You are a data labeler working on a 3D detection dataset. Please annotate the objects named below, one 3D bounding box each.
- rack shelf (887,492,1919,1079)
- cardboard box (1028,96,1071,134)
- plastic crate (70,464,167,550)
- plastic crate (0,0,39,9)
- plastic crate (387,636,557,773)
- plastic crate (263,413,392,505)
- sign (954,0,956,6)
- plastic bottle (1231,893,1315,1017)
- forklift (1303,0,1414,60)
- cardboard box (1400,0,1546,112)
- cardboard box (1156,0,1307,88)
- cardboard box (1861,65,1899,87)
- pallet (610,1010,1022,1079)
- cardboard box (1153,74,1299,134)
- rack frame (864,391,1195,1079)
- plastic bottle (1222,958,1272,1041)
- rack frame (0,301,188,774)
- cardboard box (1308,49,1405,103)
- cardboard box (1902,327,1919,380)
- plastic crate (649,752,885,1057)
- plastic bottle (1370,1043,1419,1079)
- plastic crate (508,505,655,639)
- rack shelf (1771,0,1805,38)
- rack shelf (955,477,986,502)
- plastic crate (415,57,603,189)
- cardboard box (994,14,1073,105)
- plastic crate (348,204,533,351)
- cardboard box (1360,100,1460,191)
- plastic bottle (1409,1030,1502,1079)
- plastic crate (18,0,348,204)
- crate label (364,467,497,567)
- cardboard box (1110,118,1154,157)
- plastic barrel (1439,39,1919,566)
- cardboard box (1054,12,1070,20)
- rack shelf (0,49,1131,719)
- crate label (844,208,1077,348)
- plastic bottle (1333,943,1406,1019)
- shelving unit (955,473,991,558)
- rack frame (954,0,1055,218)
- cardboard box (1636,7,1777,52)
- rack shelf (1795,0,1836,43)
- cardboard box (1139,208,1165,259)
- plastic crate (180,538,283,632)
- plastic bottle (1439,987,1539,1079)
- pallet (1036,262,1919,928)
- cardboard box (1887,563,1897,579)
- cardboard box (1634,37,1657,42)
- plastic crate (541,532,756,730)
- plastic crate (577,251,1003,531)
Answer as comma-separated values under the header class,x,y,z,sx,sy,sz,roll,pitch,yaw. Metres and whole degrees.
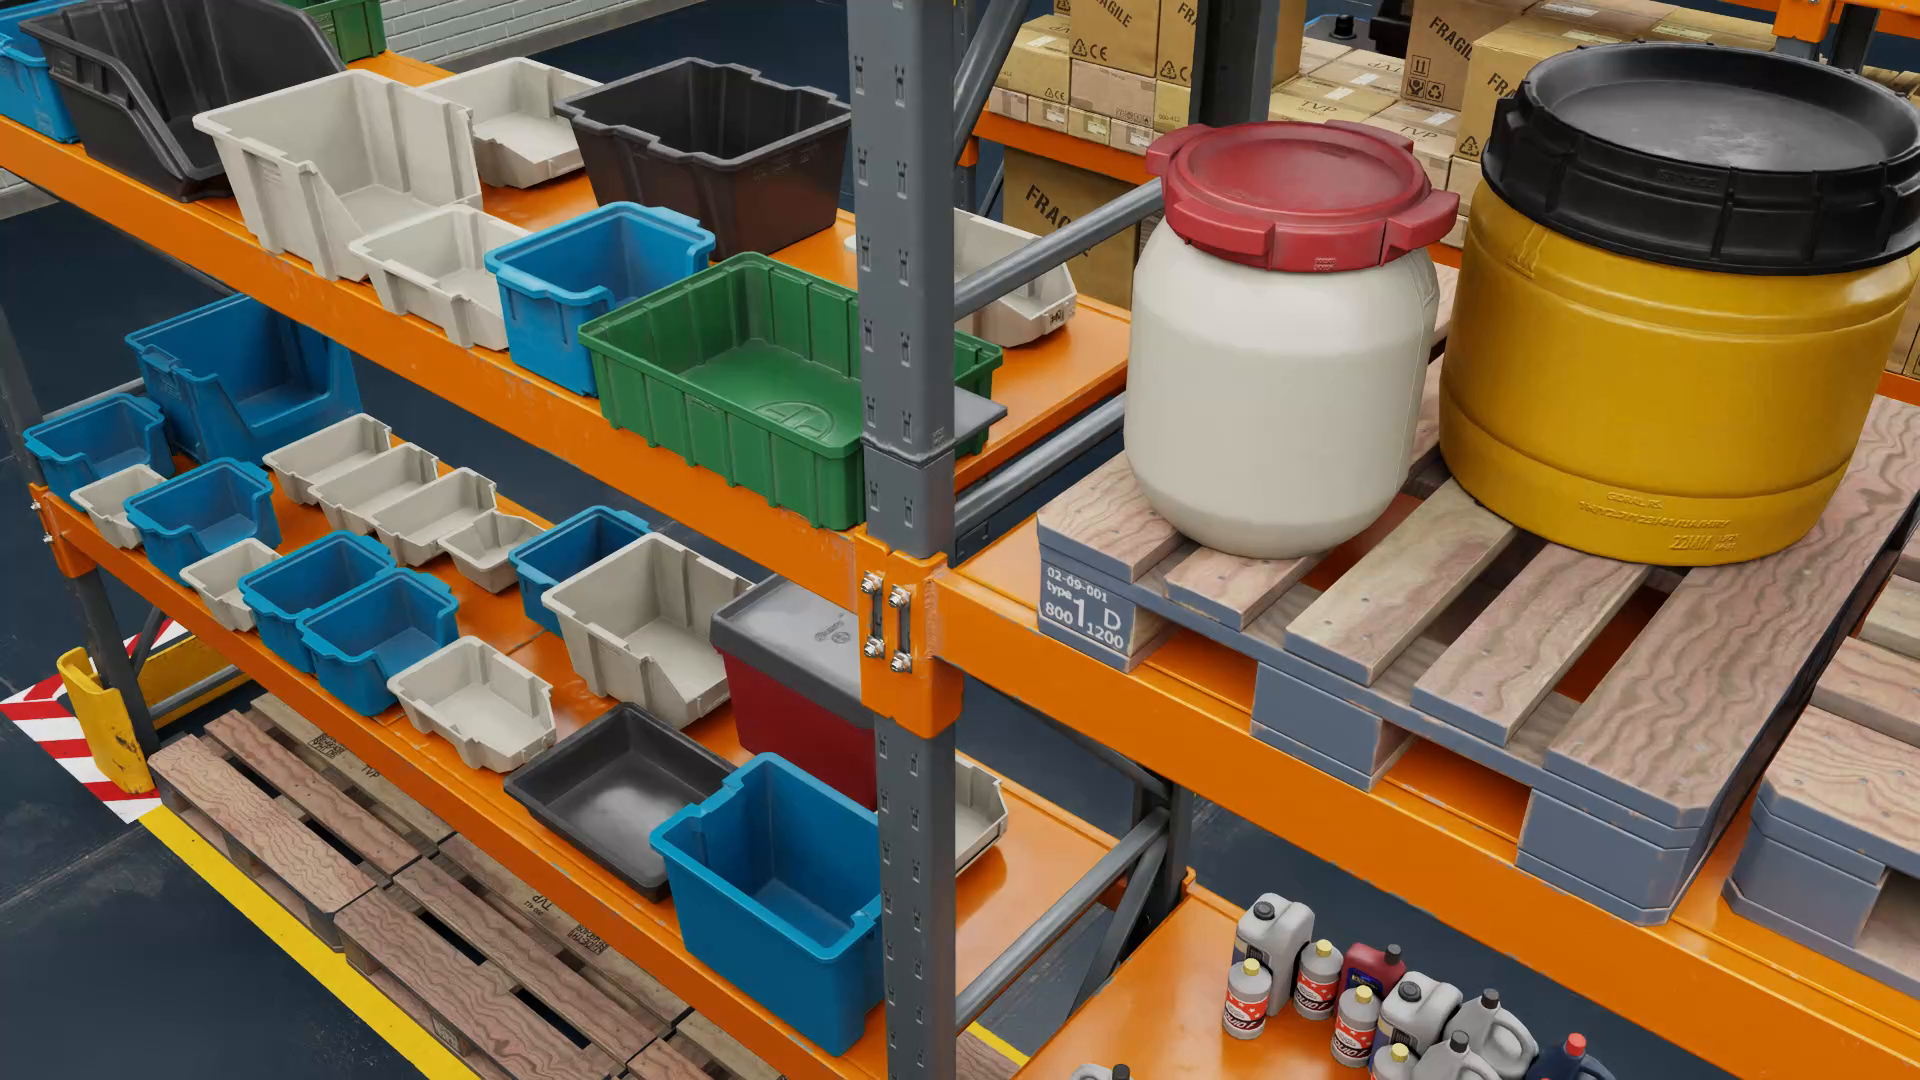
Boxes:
class,x,y,z,sx,sy,sz,roll,pitch,yaw
rack shelf,1.745,0.671,2.110,4.000,0.370,1.077,25,42,32
cardboard box,0.563,-2.250,8.598,0.250,0.149,0.380,25,41,31
plastic crate,-2.693,-0.094,5.417,0.298,0.136,0.250,25,42,32
plastic crate,-2.748,-1.485,4.728,0.590,0.269,0.497,25,42,32
plastic crate,-1.322,0.470,4.596,0.466,0.136,0.293,25,42,32
plastic crate,-2.123,-0.262,5.662,0.243,0.136,0.396,25,42,32
sign,-0.056,-2.868,8.442,0.005,0.325,0.100,25,42,32
plastic bottle,0.718,0.939,3.842,0.135,0.276,0.152,25,42,32
forklift,3.262,-3.052,9.604,3.031,2.935,1.130,24,41,31
cardboard box,2.397,-2.292,7.645,0.500,0.500,0.500,24,41,30
cardboard box,1.286,-2.430,7.846,0.500,0.500,0.500,24,41,31
cardboard box,6.097,-3.044,11.154,0.250,0.149,0.380,25,41,31
pallet,-0.382,1.786,4.963,1.213,0.211,1.003,25,42,32
cardboard box,1.287,-2.118,8.054,0.500,0.250,0.500,24,41,30
rack frame,0.208,0.886,3.810,0.127,3.000,1.000,25,42,32
plastic bottle,0.653,1.031,3.774,0.097,0.201,0.097,0,34,0
rack frame,-2.866,-0.563,5.920,0.127,3.000,1.000,25,42,32
cardboard box,2.029,-2.163,8.120,0.500,0.250,0.500,25,42,32
cardboard box,3.958,-0.853,6.254,0.500,0.500,0.500,25,42,32
plastic crate,-0.369,0.847,3.828,0.575,0.384,0.392,25,42,32
plastic bottle,0.933,1.163,3.582,0.097,0.201,0.097,0,34,0
plastic crate,-1.123,0.114,5.029,0.300,0.233,0.416,25,42,32
rack shelf,1.840,-2.933,7.357,4.000,0.370,1.077,25,42,32
rack shelf,-0.127,-0.335,7.648,0.480,0.148,0.258,25,42,32
plastic crate,-1.119,-1.050,4.213,0.530,0.136,0.437,25,42,32
cardboard box,0.499,-2.487,8.592,0.500,0.250,0.500,24,41,31
plastic crate,-1.013,-0.537,3.465,0.466,0.136,0.293,25,42,32
cardboard box,2.078,-1.747,7.513,0.500,0.250,0.500,26,42,33
plastic bottle,1.032,1.160,3.455,0.185,0.351,0.144,25,42,32
plastic crate,-1.867,-1.101,4.108,0.767,0.338,0.504,25,42,32
crate label,-1.680,-0.061,5.369,0.243,0.136,0.396,25,42,32
cardboard box,0.961,-2.063,8.326,0.250,0.149,0.380,25,41,31
plastic barrel,1.040,-0.359,2.436,0.600,0.588,0.600,0,34,0
cardboard box,0.846,-2.718,8.928,0.500,0.250,0.500,25,41,31
rack shelf,-1.329,-0.778,4.219,4.000,0.370,1.077,25,42,32
crate label,0.017,-0.545,3.477,0.466,0.136,0.293,25,42,32
plastic bottle,0.925,1.000,3.747,0.133,0.283,0.061,25,42,32
shelving unit,-0.127,-0.555,7.498,0.503,1.200,0.258,25,42,32
rack frame,0.303,-2.718,9.058,0.127,3.000,1.000,25,42,32
cardboard box,3.173,-1.923,7.108,0.500,0.500,0.500,25,42,32
rack shelf,4.914,-1.484,5.248,4.000,0.370,1.077,25,42,32
cardboard box,1.546,-1.488,8.773,0.875,0.875,0.875,25,42,32
plastic crate,-2.172,0.152,5.059,0.298,0.136,0.250,25,42,32
plastic bottle,1.124,1.097,3.547,0.185,0.351,0.144,25,42,32
pallet,0.873,-0.031,2.663,1.003,0.211,1.213,25,42,32
cardboard box,3.882,-0.343,7.106,0.875,0.875,1.225,25,42,32
cardboard box,2.853,-1.689,6.767,0.500,0.500,0.500,27,42,33
plastic crate,-0.847,0.277,4.749,0.530,0.282,0.437,25,42,32
plastic crate,-0.311,-0.285,3.053,0.662,0.188,0.450,25,42,32
